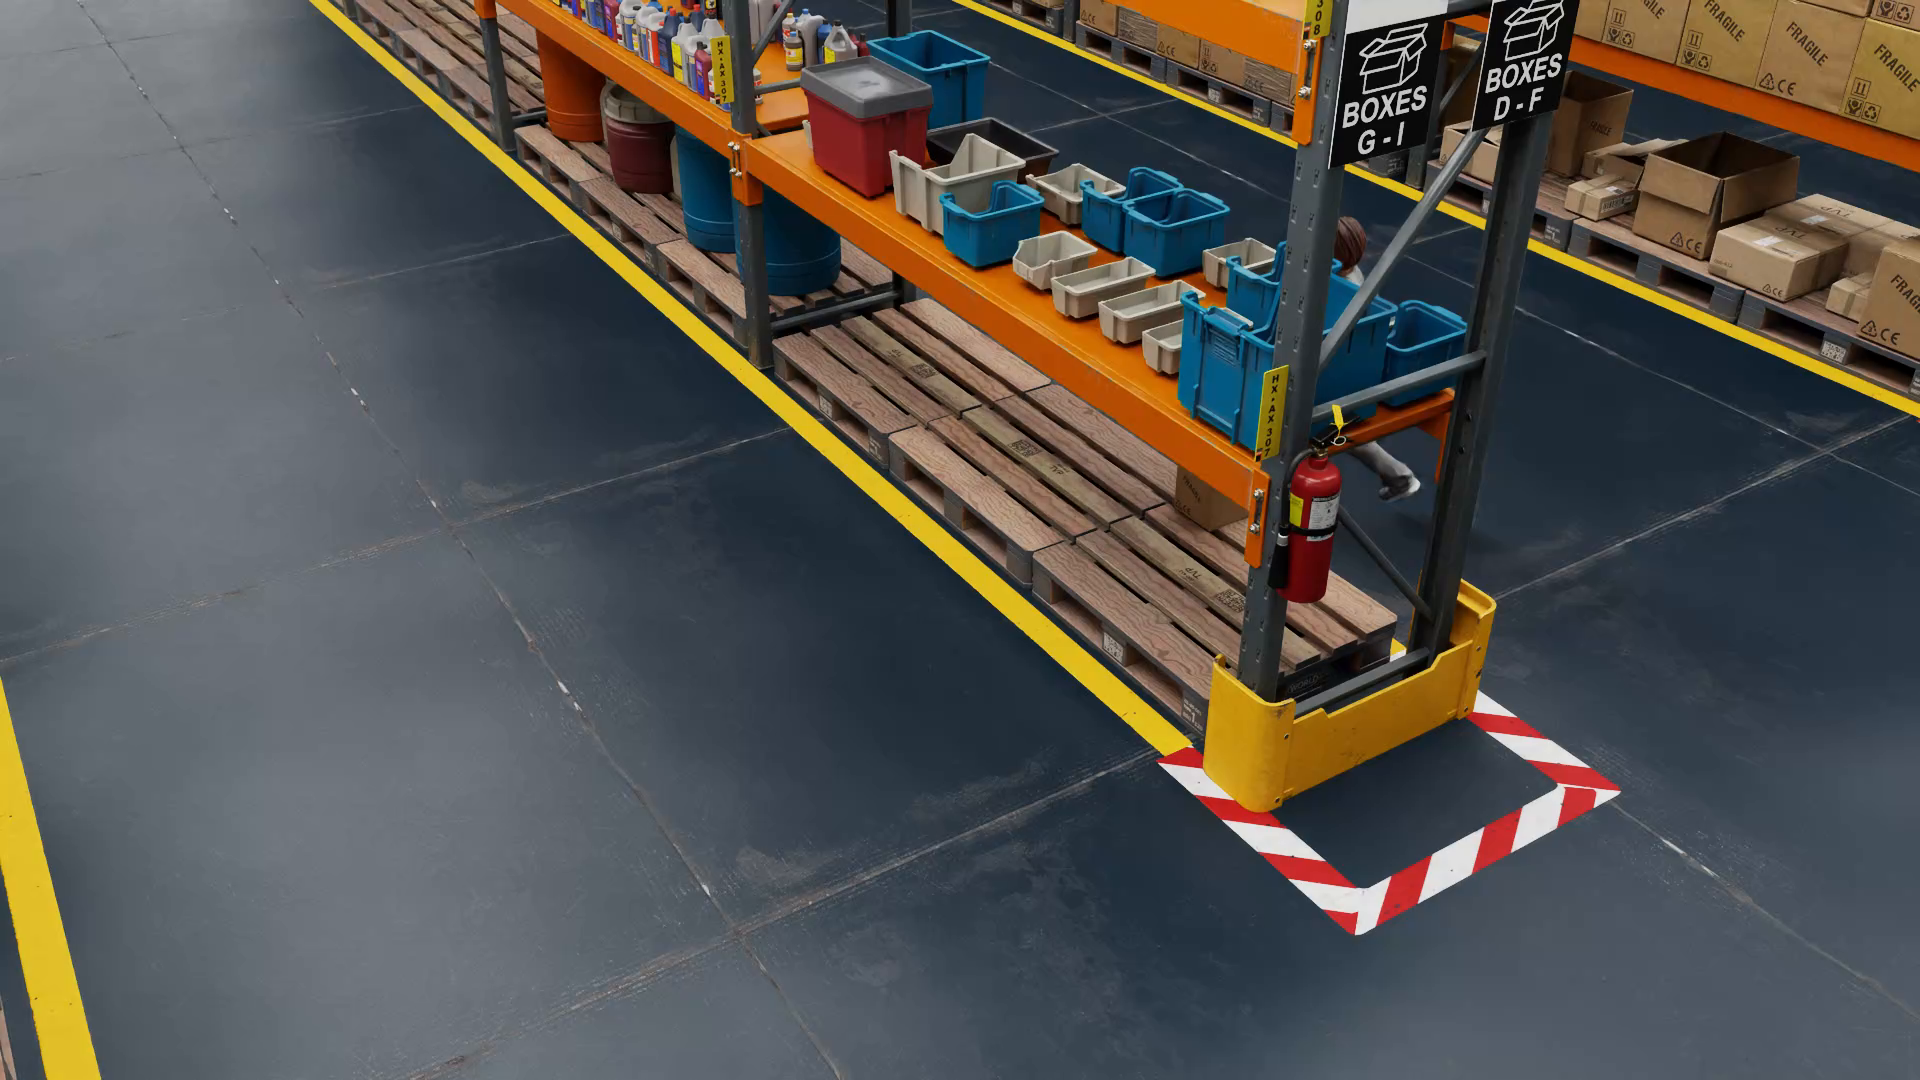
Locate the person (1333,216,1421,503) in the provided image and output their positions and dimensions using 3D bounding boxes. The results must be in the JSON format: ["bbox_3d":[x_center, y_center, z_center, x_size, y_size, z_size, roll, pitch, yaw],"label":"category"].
[{"bbox_3d":[1.676,-0.686,7.190,0.802,1.563,0.526,4,33,6],"label":"person"}]
